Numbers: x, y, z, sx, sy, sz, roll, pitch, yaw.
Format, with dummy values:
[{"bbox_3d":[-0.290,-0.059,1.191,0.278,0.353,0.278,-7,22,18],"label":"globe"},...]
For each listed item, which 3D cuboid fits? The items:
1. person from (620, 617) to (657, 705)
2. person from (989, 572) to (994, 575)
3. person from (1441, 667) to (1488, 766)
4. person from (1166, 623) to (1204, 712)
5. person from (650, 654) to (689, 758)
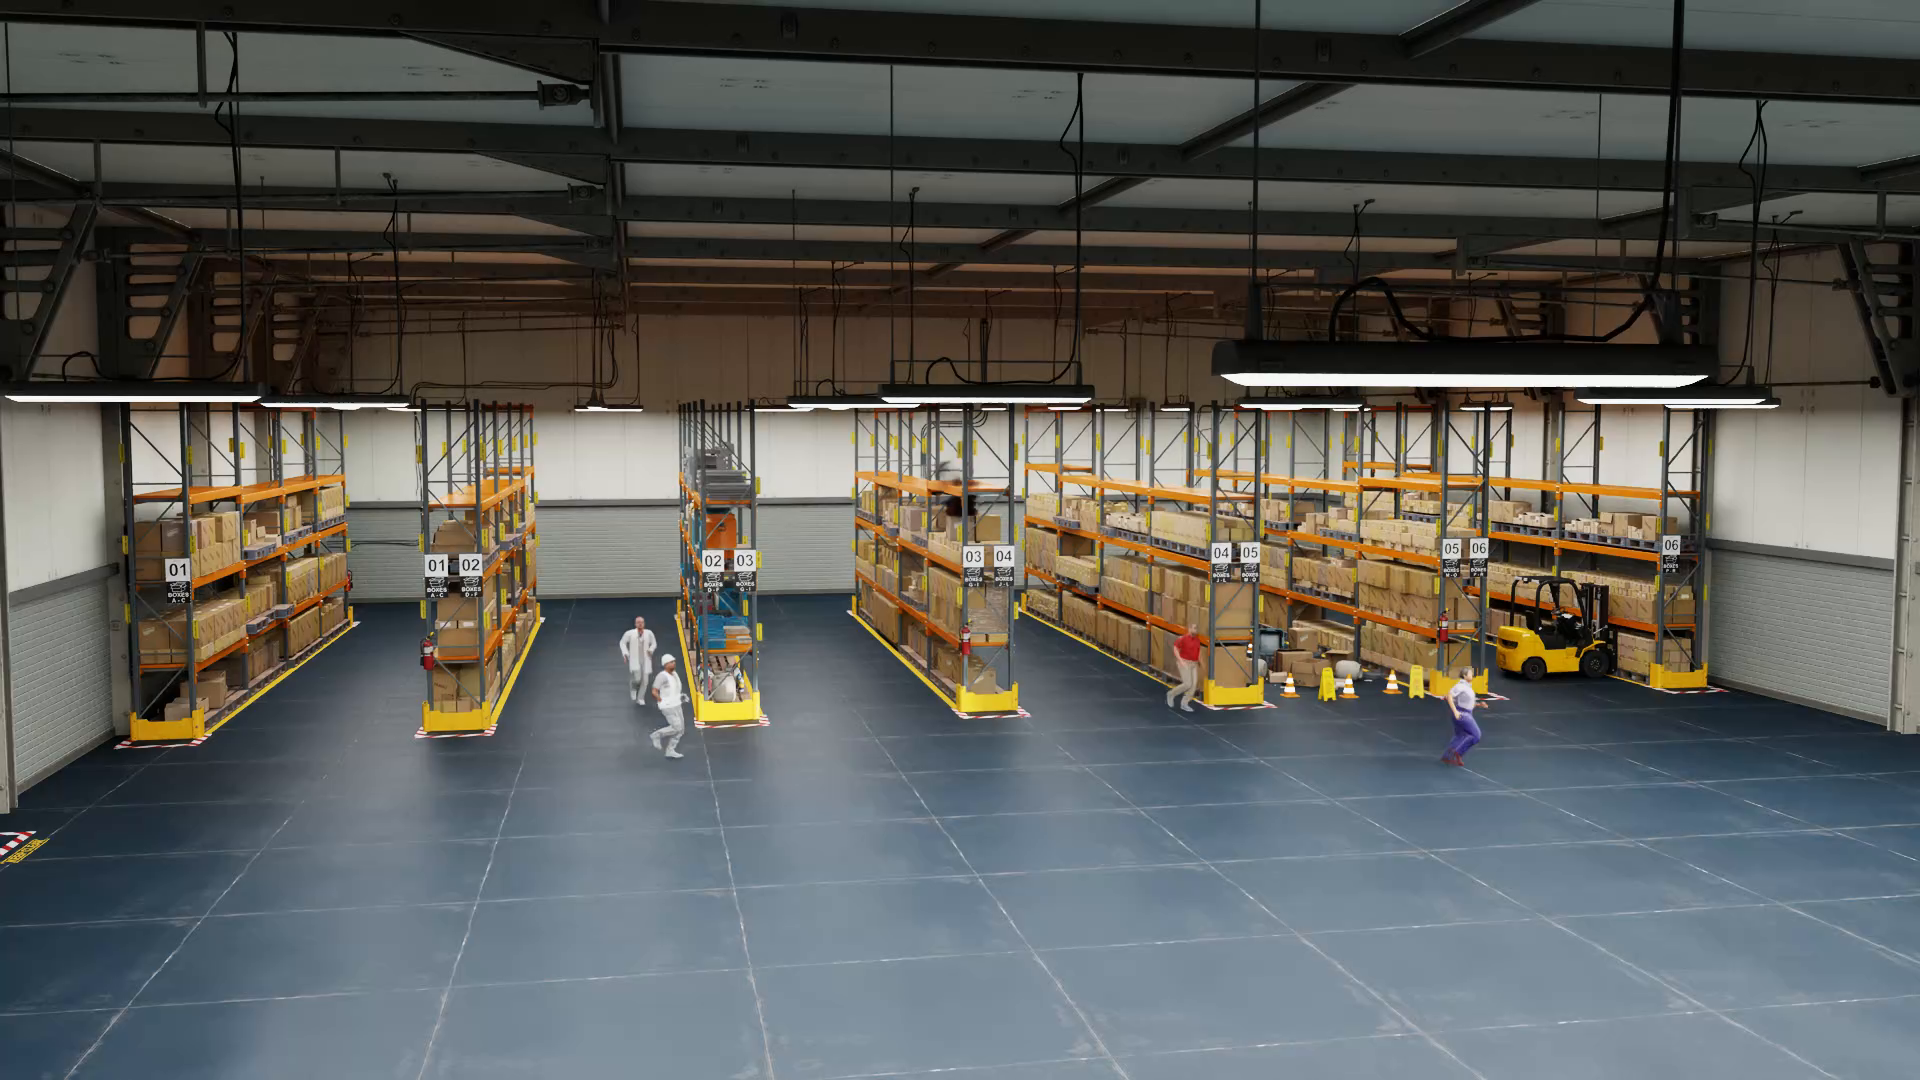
[{"bbox_3d":[-6.296,2.387,32.737,0.704,1.732,0.628,-2,5,-23],"label":"person"},{"bbox_3d":[0.918,1.427,46.845,0.559,1.549,0.571,0,4,-5],"label":"person"},{"bbox_3d":[8.199,2.871,27.009,0.721,1.608,0.576,2,5,22],"label":"person"},{"bbox_3d":[4.424,2.453,32.319,0.712,1.677,0.581,-4,6,-42],"label":"person"},{"bbox_3d":[-4.858,2.769,27.771,0.595,1.734,0.696,1,4,16],"label":"person"}]
